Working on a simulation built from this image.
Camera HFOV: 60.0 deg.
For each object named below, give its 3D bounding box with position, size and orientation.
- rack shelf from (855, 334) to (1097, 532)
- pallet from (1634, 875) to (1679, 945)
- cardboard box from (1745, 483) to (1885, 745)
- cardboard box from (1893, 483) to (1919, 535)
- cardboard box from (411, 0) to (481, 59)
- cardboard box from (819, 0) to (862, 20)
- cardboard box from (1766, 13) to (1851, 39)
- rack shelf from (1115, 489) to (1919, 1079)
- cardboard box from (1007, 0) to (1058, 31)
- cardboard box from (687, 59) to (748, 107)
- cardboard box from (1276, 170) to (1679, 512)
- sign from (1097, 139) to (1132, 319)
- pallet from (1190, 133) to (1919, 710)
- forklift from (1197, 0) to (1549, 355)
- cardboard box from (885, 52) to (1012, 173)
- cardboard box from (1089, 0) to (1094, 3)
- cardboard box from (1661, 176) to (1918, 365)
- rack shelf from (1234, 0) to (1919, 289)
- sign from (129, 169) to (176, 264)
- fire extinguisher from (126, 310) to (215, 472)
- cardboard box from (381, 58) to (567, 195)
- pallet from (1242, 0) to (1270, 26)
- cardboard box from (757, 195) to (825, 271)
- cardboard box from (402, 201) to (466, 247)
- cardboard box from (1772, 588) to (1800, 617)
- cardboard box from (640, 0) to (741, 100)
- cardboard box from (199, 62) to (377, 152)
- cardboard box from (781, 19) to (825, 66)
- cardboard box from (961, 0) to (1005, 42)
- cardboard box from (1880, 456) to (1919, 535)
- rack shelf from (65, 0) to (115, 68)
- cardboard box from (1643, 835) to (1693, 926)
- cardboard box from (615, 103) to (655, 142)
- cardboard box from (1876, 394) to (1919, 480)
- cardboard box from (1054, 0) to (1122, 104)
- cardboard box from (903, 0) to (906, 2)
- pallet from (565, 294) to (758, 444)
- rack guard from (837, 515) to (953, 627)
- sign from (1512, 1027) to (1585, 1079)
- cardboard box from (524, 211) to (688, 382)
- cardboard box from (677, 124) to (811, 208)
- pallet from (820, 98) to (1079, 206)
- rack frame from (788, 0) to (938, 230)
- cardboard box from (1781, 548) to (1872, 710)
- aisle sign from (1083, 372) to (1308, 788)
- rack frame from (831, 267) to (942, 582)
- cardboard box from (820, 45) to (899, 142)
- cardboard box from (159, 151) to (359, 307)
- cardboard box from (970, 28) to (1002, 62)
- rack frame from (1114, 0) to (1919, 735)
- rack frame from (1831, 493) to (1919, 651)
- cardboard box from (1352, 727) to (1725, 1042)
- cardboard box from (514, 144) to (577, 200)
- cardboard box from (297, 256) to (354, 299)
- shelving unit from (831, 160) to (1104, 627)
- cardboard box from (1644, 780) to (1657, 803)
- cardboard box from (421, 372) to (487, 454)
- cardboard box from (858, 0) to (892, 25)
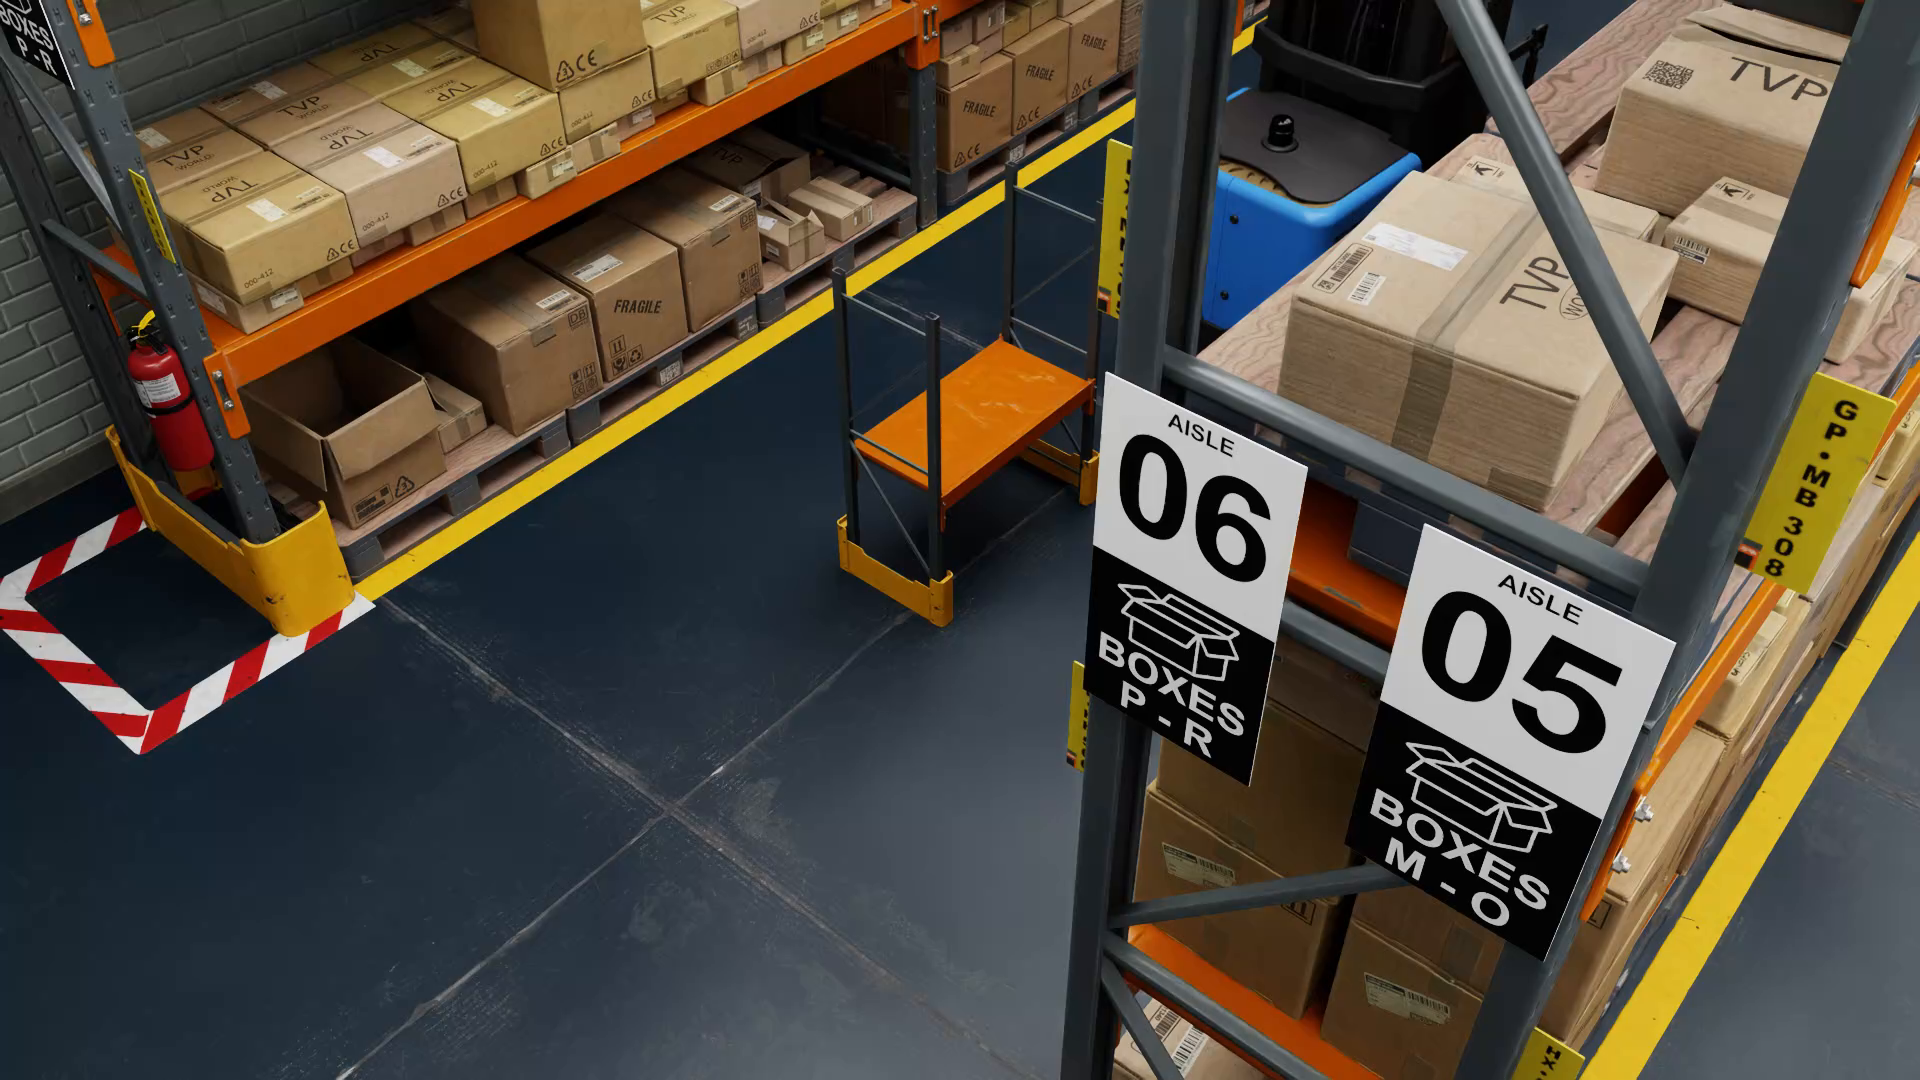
[{"bbox_3d":[0.055,-0.466,6.915,0.538,0.185,1.000,29,50,28],"label":"rack shelf"},{"bbox_3d":[1.922,1.112,5.870,1.003,0.211,1.213,29,50,28],"label":"pallet"},{"bbox_3d":[1.861,0.083,4.111,0.500,0.500,0.500,29,50,28],"label":"cardboard box"},{"bbox_3d":[2.826,-0.328,5.307,0.500,0.500,0.500,28,49,28],"label":"cardboard box"},{"bbox_3d":[-2.035,-2.189,7.318,0.500,0.250,0.500,29,50,28],"label":"cardboard box"},{"bbox_3d":[-0.686,-2.742,7.926,0.500,0.250,0.500,31,51,29],"label":"cardboard box"},{"bbox_3d":[2.094,-1.161,3.607,0.500,0.500,0.500,30,50,29],"label":"cardboard box"},{"bbox_3d":[1.969,0.388,5.129,1.077,0.370,4.000,29,50,28],"label":"rack shelf"},{"bbox_3d":[0.331,-3.056,9.445,0.380,0.149,0.250,29,50,28],"label":"cardboard box"},{"bbox_3d":[-1.189,-2.134,7.554,0.380,0.149,0.250,29,50,28],"label":"cardboard box"},{"bbox_3d":[0.903,-0.366,2.918,0.500,0.250,0.500,25,48,25],"label":"cardboard box"},{"bbox_3d":[0.276,-0.499,2.740,0.100,0.325,0.005,29,50,28],"label":"sign"},{"bbox_3d":[1.151,-0.312,3.200,1.003,0.211,1.213,29,50,28],"label":"pallet"},{"bbox_3d":[2.226,-2.624,7.958,1.130,2.935,3.031,32,51,30],"label":"forklift"},{"bbox_3d":[-0.062,-2.438,9.247,0.500,0.500,0.500,32,51,30],"label":"cardboard box"},{"bbox_3d":[0.681,-3.295,9.708,0.380,0.149,0.250,31,51,30],"label":"cardboard box"},{"bbox_3d":[1.558,-0.519,3.161,0.380,0.149,0.250,31,51,30],"label":"cardboard box"},{"bbox_3d":[1.969,-1.684,3.245,1.077,0.370,4.000,29,50,28],"label":"rack shelf"},{"bbox_3d":[-2.704,-1.081,5.566,0.100,0.325,0.005,29,50,28],"label":"sign"},{"bbox_3d":[-2.861,-0.553,5.964,0.296,0.674,0.183,29,50,28],"label":"fire extinguisher"},{"bbox_3d":[-1.973,-1.689,6.769,0.500,0.250,0.500,29,49,28],"label":"cardboard box"},{"bbox_3d":[1.519,-3.715,11.179,1.003,0.211,1.213,29,50,28],"label":"pallet"},{"bbox_3d":[-0.909,-1.601,8.502,0.396,0.266,0.258,31,51,30],"label":"cardboard box"},{"bbox_3d":[-2.218,-1.358,6.701,0.380,0.149,0.250,31,51,30],"label":"cardboard box"},{"bbox_3d":[1.647,0.048,3.668,0.380,0.149,0.250,28,49,27],"label":"cardboard box"},{"bbox_3d":[-1.329,-2.227,7.360,0.500,0.250,0.500,29,50,28],"label":"cardboard box"},{"bbox_3d":[-2.694,-1.667,6.744,0.500,0.250,0.500,30,50,29],"label":"cardboard box"},{"bbox_3d":[-0.857,-2.401,7.848,0.380,0.149,0.250,31,51,29],"label":"cardboard box"},{"bbox_3d":[0.020,-2.860,9.008,0.380,0.149,0.250,27,49,27],"label":"cardboard box"},{"bbox_3d":[2.511,-0.429,4.674,0.500,0.500,0.500,30,50,29],"label":"cardboard box"},{"bbox_3d":[-1.833,-2.869,6.481,1.077,0.370,4.000,29,50,28],"label":"rack shelf"},{"bbox_3d":[1.515,0.719,4.155,0.500,0.500,0.500,29,50,28],"label":"cardboard box"},{"bbox_3d":[-1.564,-1.902,7.299,0.380,0.149,0.250,29,50,28],"label":"cardboard box"},{"bbox_3d":[2.153,-0.339,4.093,0.380,0.149,0.250,28,49,28],"label":"cardboard box"},{"bbox_3d":[0.598,-2.971,9.834,0.500,0.500,0.500,28,49,27],"label":"cardboard box"},{"bbox_3d":[-0.364,-2.978,9.359,0.380,0.149,0.250,30,50,28],"label":"cardboard box"},{"bbox_3d":[-1.773,-1.039,8.236,1.003,0.211,1.213,29,50,28],"label":"pallet"},{"bbox_3d":[-0.271,0.125,6.927,0.587,0.250,0.087,29,50,28],"label":"rack guard"},{"bbox_3d":[1.103,1.045,3.169,0.100,0.325,0.005,29,50,28],"label":"sign"},{"bbox_3d":[-1.657,-1.152,7.834,0.500,0.500,0.500,30,50,29],"label":"cardboard box"},{"bbox_3d":[-1.151,-1.978,8.882,0.500,0.311,0.500,31,51,30],"label":"cardboard box"},{"bbox_3d":[-0.051,-2.459,9.797,1.003,0.211,1.213,29,50,28],"label":"pallet"},{"bbox_3d":[-0.545,-3.055,8.381,1.000,3.000,0.127,29,50,28],"label":"rack frame"},{"bbox_3d":[2.166,0.200,4.726,0.500,0.500,0.500,31,51,30],"label":"cardboard box"},{"bbox_3d":[0.398,0.092,2.986,0.394,0.787,0.004,29,50,28],"label":"aisle sign"},{"bbox_3d":[-0.272,-0.337,6.506,0.500,1.500,0.032,29,50,28],"label":"rack frame"},{"bbox_3d":[-0.456,-2.667,9.499,0.500,0.500,0.500,29,50,28],"label":"cardboard box"},{"bbox_3d":[-2.621,-1.167,6.194,0.500,0.250,0.500,30,50,29],"label":"cardboard box"},{"bbox_3d":[0.008,-2.772,9.132,0.380,0.149,0.250,28,49,27],"label":"cardboard box"},{"bbox_3d":[0.682,-1.068,1.736,1.000,3.000,0.127,29,50,28],"label":"rack frame"},{"bbox_3d":[3.256,-0.908,6.019,1.000,3.000,0.127,29,50,28],"label":"rack frame"},{"bbox_3d":[1.209,0.621,3.520,0.500,0.500,0.500,28,49,28],"label":"cardboard box"},{"bbox_3d":[-1.831,-1.595,6.961,0.380,0.149,0.250,28,49,27],"label":"cardboard box"},{"bbox_3d":[-2.570,-1.104,6.422,0.380,0.149,0.250,31,51,29],"label":"cardboard box"},{"bbox_3d":[0.049,-0.594,6.789,0.587,1.500,1.083,29,50,28],"label":"shelving unit"},{"bbox_3d":[1.122,0.442,3.235,0.380,0.149,0.250,31,50,29],"label":"cardboard box"},{"bbox_3d":[-2.350,-0.572,7.457,0.380,0.149,0.250,28,49,27],"label":"cardboard box"},{"bbox_3d":[-0.557,-2.689,8.164,0.380,0.149,0.250,30,50,29],"label":"cardboard box"}]
